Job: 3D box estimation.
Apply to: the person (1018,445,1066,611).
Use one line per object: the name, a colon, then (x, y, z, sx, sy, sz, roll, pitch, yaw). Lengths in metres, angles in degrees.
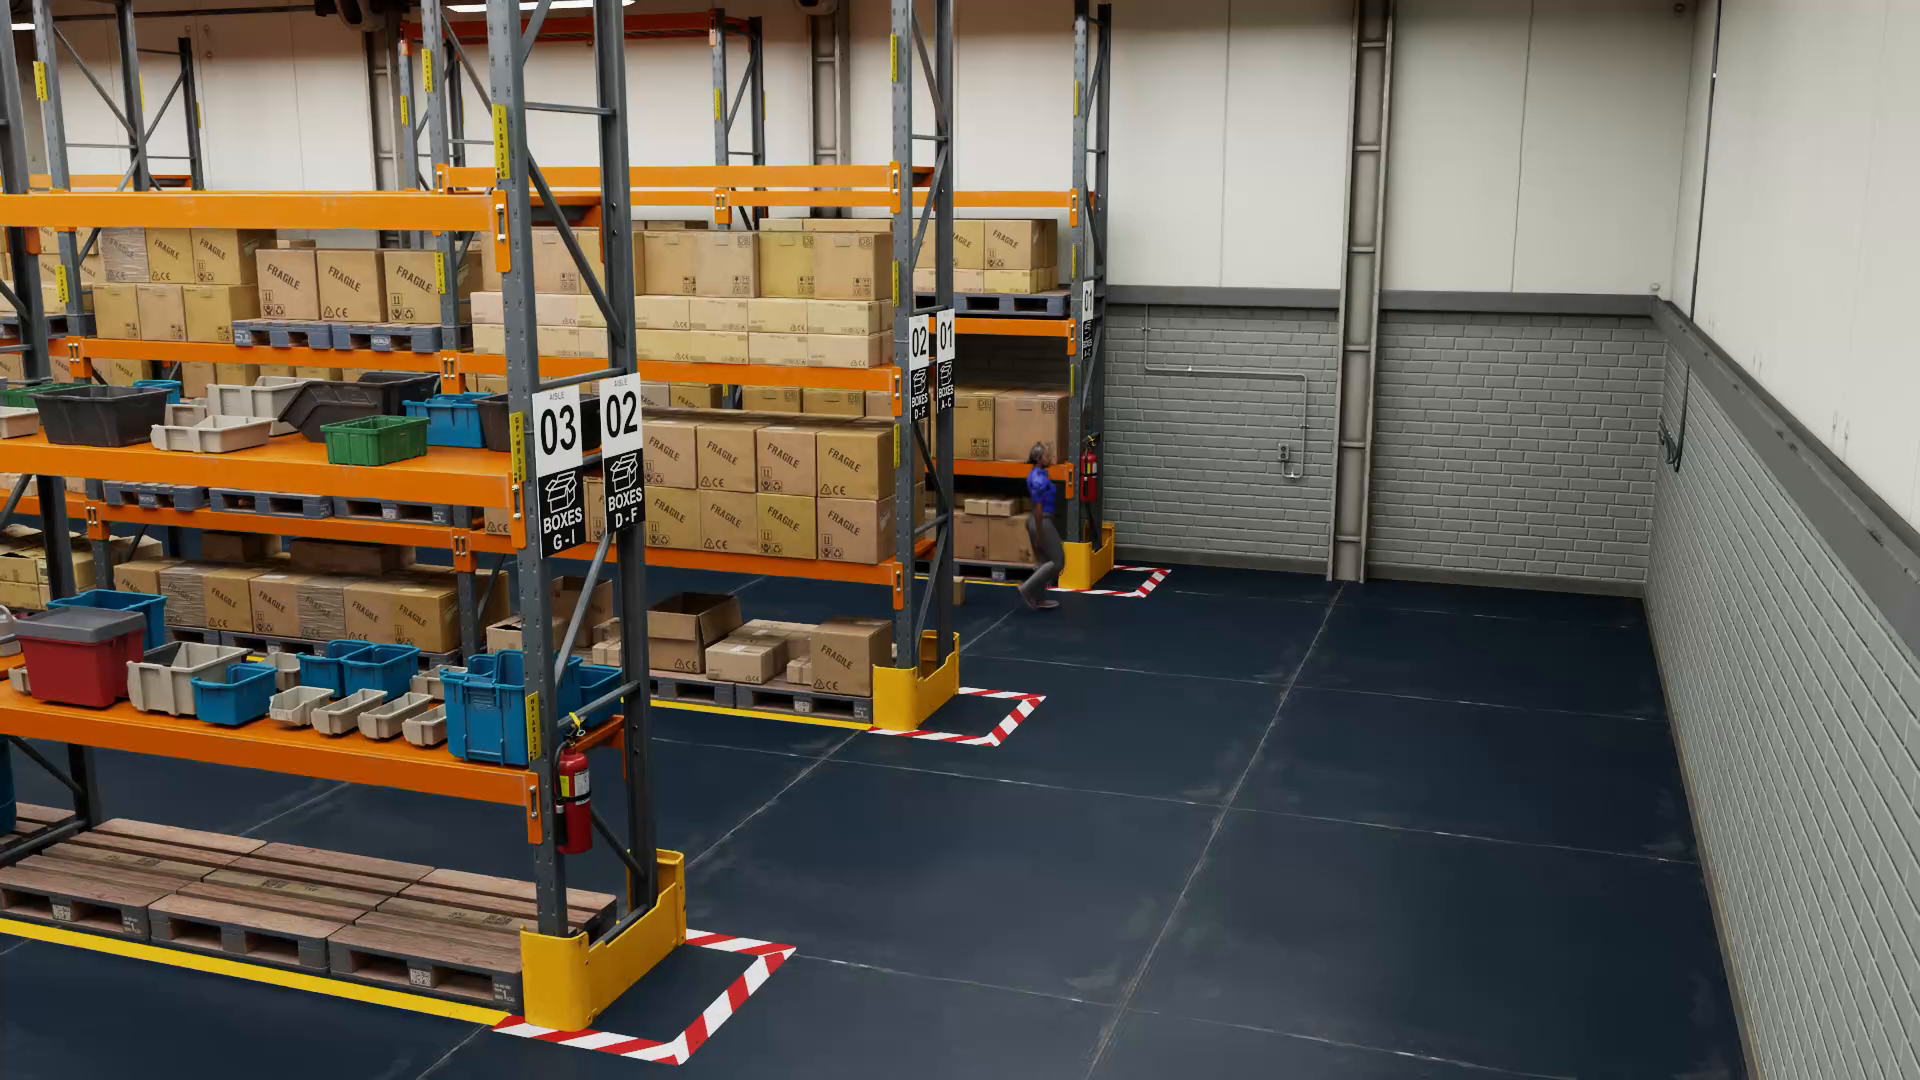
person: (0.792, -0.122, 16.444, 0.464, 1.644, 0.436, -1, 12, -7)
